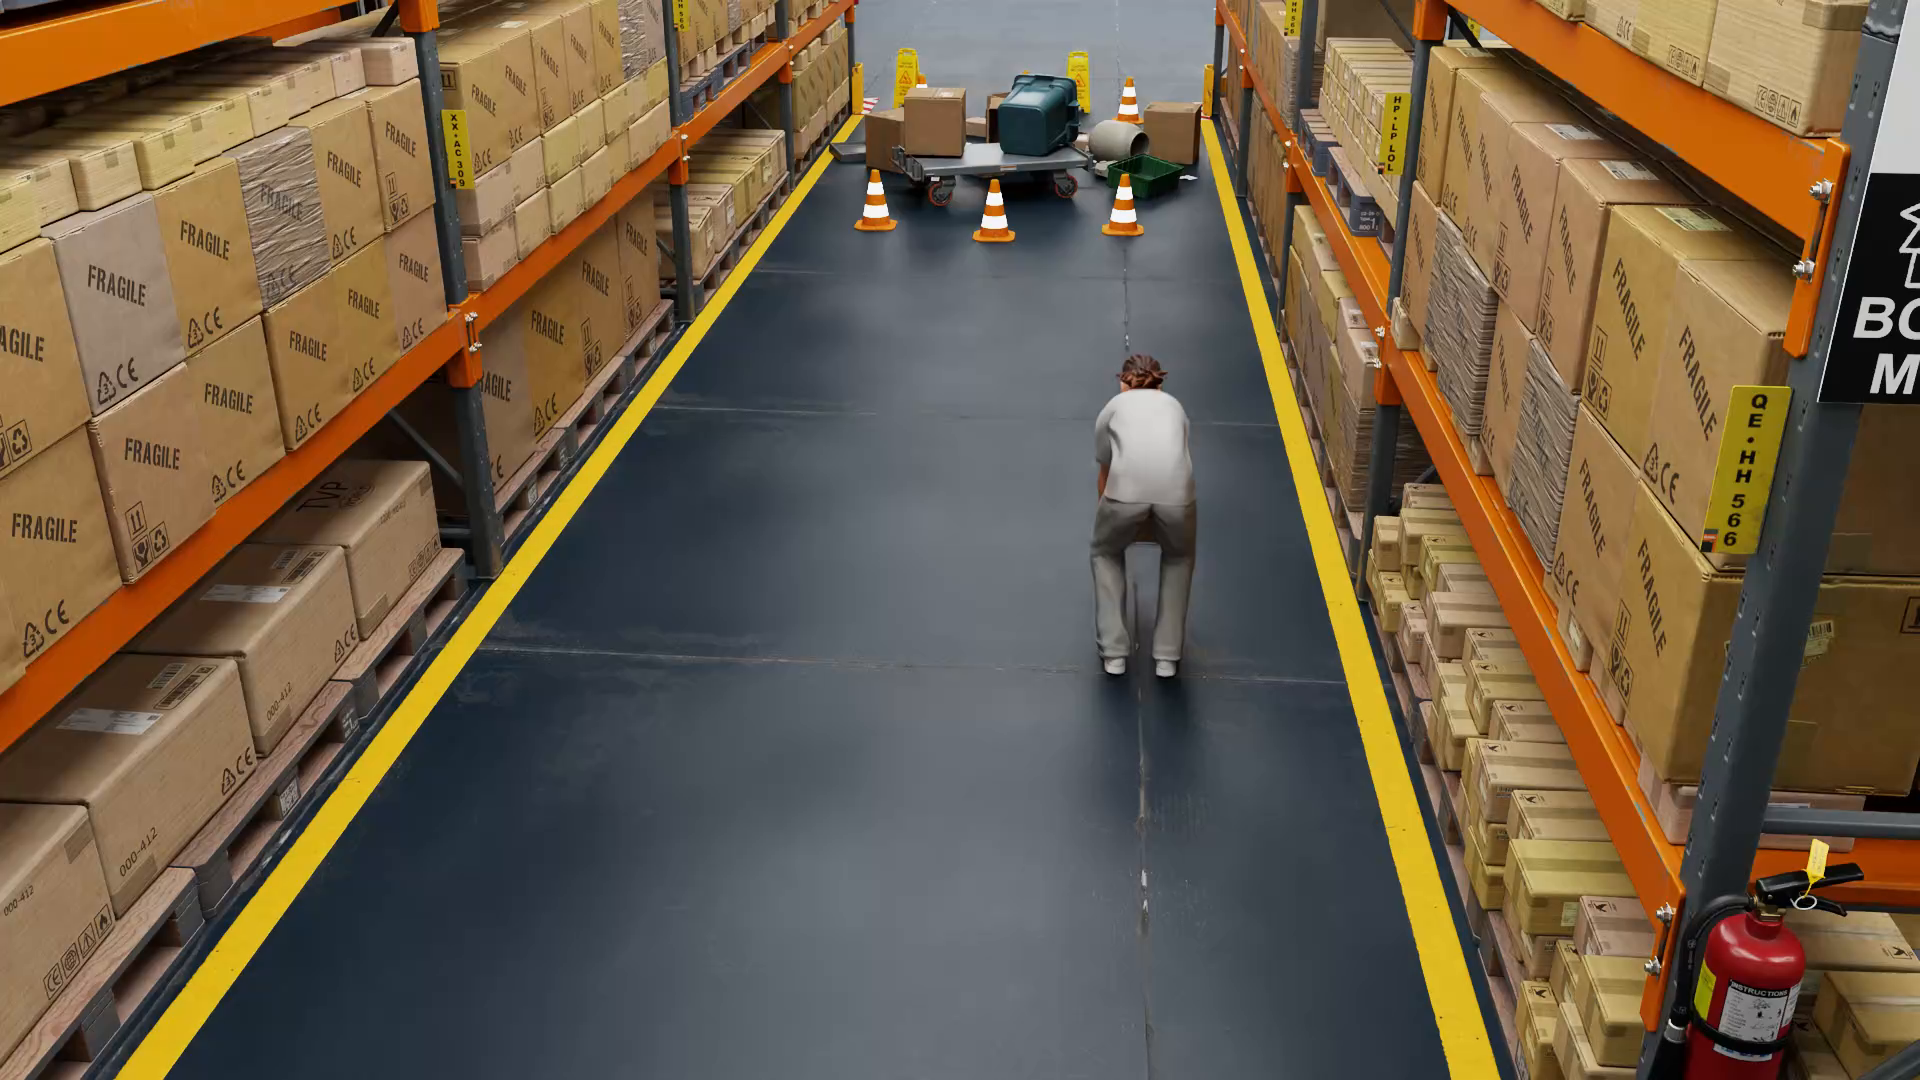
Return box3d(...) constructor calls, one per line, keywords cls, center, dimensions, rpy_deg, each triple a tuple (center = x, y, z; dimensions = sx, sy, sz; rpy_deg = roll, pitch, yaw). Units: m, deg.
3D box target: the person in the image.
box3d(cls="person", center=(0.762, -0.108, 6.932), dimensions=(0.437, 1.188, 0.844), rpy_deg=(1, 25, 2))
